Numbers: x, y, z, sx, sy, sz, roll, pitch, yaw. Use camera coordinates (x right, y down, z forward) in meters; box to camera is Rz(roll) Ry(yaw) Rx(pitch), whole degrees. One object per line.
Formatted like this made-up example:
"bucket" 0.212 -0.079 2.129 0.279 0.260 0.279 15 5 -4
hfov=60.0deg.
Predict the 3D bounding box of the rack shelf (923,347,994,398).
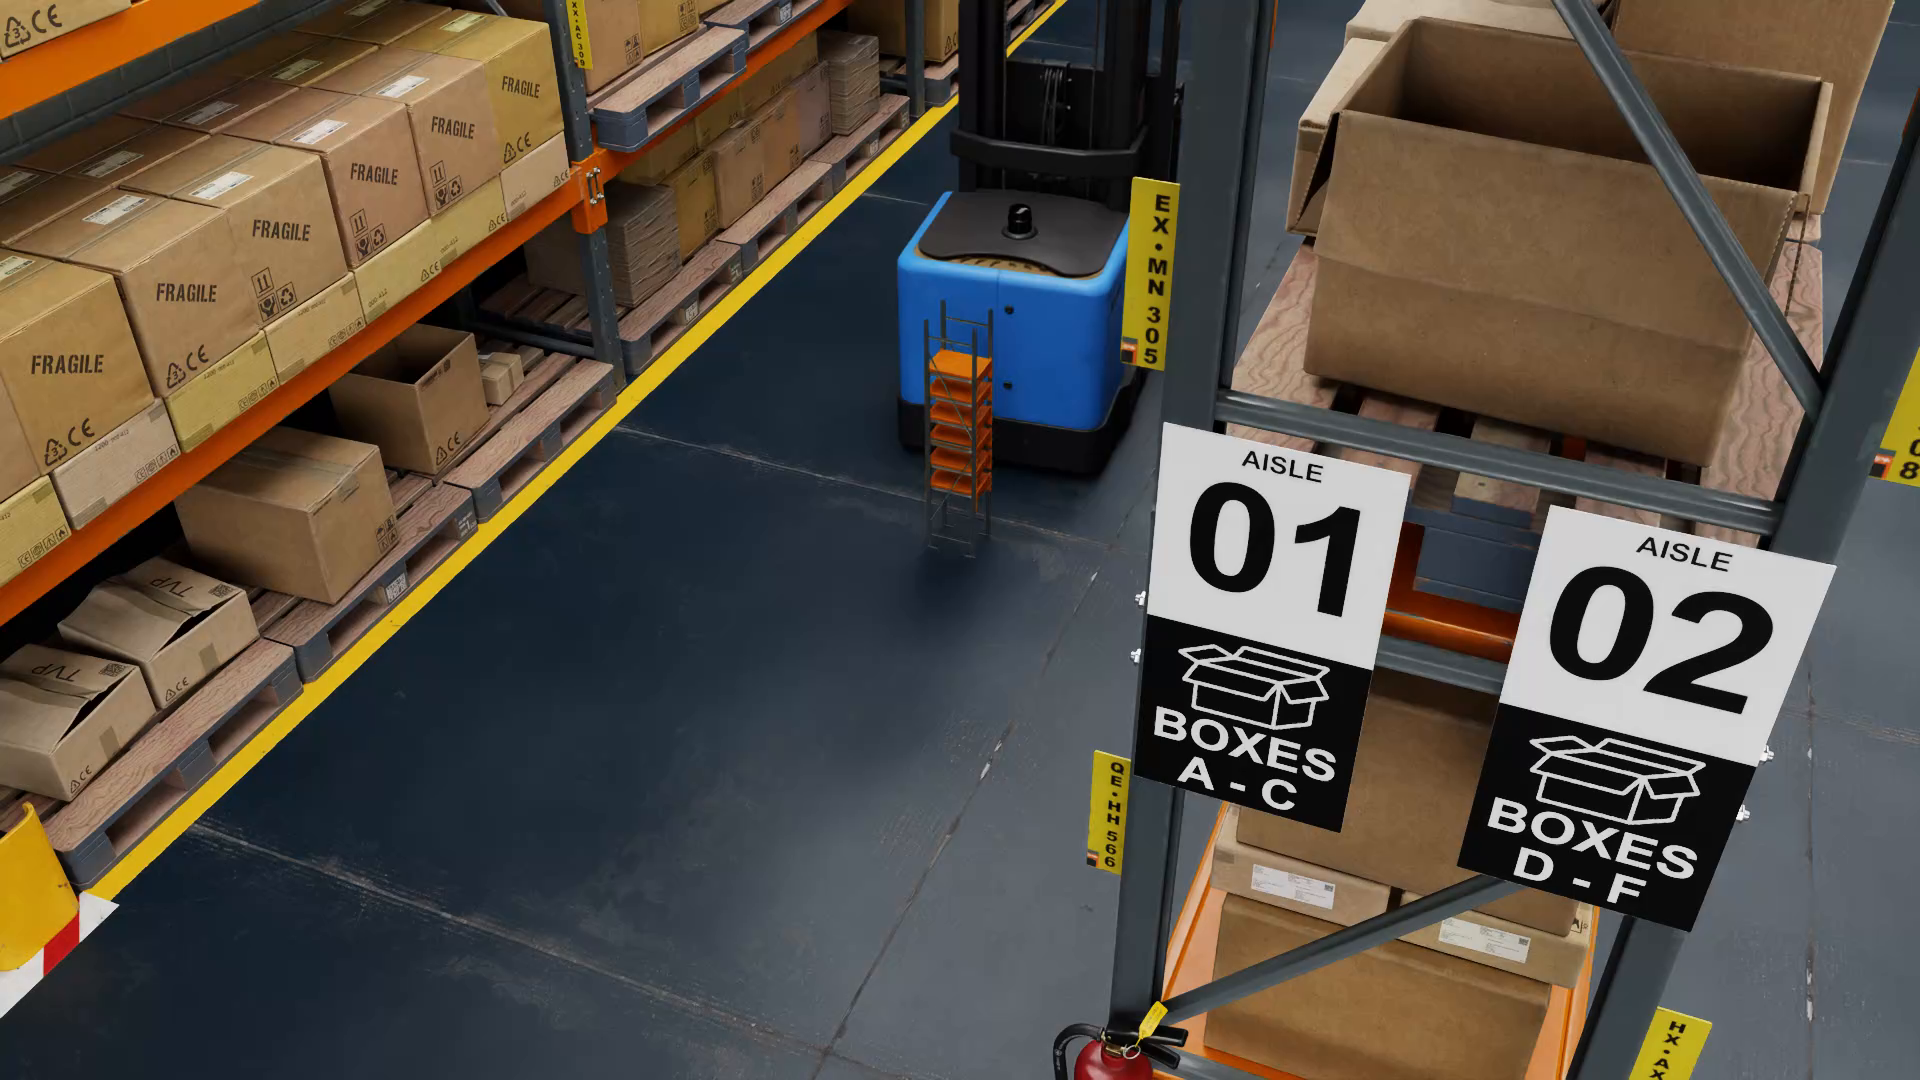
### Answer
"rack shelf" -0.006 -0.725 7.191 0.258 0.103 0.180 14 39 18

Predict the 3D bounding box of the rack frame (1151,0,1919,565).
"rack frame" 0.806 -1.159 1.785 1.000 3.000 0.127 14 39 18

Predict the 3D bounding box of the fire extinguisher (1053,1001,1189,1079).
"fire extinguisher" 0.331 1.234 3.658 0.296 0.674 0.183 14 39 18

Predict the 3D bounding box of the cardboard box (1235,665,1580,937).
"cardboard box" 1.016 0.399 3.543 0.700 0.500 0.500 14 39 18

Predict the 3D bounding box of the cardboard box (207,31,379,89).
"cardboard box" -2.827 -1.847 7.198 0.500 0.500 0.500 14 39 17

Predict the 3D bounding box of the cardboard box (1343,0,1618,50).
"cardboard box" 1.212 -1.152 3.887 0.500 0.311 0.500 19 41 23

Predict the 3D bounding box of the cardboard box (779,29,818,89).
"cardboard box" -1.233 -3.076 10.453 0.500 0.250 0.500 15 39 19

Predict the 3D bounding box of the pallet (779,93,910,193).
"pallet" -1.031 -2.763 11.270 1.003 0.211 1.213 14 39 18

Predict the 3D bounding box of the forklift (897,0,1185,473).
"forklift" 0.598 -2.384 8.491 1.130 2.935 3.031 10 38 13

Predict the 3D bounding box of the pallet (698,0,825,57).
"pallet" -1.448 -3.130 9.592 1.003 0.211 1.213 14 39 18

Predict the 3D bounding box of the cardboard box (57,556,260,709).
"cardboard box" -3.213 0.340 6.668 0.500 0.311 0.500 17 40 21

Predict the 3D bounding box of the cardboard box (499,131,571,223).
"cardboard box" -2.154 -1.714 7.646 0.500 0.250 0.500 14 39 18

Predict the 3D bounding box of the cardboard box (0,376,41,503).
"cardboard box" -3.317 -0.327 5.164 0.500 0.500 0.500 14 39 18

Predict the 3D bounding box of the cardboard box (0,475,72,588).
"cardboard box" -3.297 -0.029 5.391 0.500 0.250 0.500 13 39 16

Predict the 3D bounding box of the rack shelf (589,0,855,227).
"rack shelf" -1.494 -2.917 9.747 1.077 0.370 4.000 14 39 18

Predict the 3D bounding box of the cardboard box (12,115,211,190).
"cardboard box" -3.209 -1.283 6.443 0.500 0.500 0.500 14 39 18

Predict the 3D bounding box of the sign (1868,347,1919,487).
"sign" 1.317 -0.210 2.224 0.100 0.325 0.005 14 39 18

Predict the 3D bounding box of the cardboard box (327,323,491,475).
"cardboard box" -2.612 -0.689 7.886 0.500 0.500 0.500 11 38 14

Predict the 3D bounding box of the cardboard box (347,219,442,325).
"cardboard box" -2.529 -1.158 6.902 0.500 0.250 0.500 14 39 17

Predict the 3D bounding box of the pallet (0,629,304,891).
"pallet" -3.406 0.750 6.570 1.003 0.211 1.213 14 39 18

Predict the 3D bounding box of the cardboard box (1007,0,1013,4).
"cardboard box" 0.008 -4.480 12.683 0.750 0.750 0.750 14 39 18

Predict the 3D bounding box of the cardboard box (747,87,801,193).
"cardboard box" -1.425 -2.536 10.358 0.700 0.500 0.500 14 39 18

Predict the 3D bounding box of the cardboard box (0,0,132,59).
"cardboard box" -2.987 -1.838 5.098 0.500 0.500 0.500 16 40 20

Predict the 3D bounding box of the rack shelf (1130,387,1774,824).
"rack shelf" 1.567 -0.777 4.379 1.077 0.370 4.000 14 39 18

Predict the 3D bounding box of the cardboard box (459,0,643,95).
"cardboard box" -2.029 -2.588 8.256 0.700 0.500 0.500 14 39 18

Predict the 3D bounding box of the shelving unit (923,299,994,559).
"shelving unit" -0.006 -0.473 7.380 0.258 1.200 0.189 14 39 18

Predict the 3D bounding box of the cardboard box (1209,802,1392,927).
"cardboard box" 0.775 0.689 3.698 0.380 0.149 0.250 13 39 17

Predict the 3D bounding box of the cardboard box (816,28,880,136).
"cardboard box" -0.958 -3.076 11.081 0.700 0.500 0.500 14 39 18

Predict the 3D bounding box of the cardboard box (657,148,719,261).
"cardboard box" -1.840 -1.981 9.616 0.700 0.500 0.500 13 39 17

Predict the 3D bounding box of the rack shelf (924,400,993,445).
"rack shelf" -0.006 -0.533 7.335 0.258 0.103 0.180 14 39 18

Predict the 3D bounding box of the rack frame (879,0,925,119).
"rack frame" -0.733 -4.312 11.014 1.000 3.000 0.127 14 39 18

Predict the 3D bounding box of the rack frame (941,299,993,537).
"rack frame" 0.029 -0.523 7.448 0.240 1.200 0.006 14 39 18

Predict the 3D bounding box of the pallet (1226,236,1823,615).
"pallet" 1.099 -0.308 3.225 1.003 0.211 1.213 14 39 18

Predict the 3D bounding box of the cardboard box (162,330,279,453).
"cardboard box" -2.913 -0.600 6.156 0.500 0.250 0.500 13 39 17

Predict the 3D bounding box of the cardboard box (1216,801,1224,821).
"cardboard box" 1.102 0.955 5.287 0.500 0.500 0.500 14 39 18

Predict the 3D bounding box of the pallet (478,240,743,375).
"pallet" -1.960 -1.412 9.463 1.003 0.211 1.213 14 39 18

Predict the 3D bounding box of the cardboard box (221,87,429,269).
"cardboard box" -2.535 -1.459 6.679 0.500 0.500 0.500 13 39 16

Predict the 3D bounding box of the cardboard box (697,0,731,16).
"cardboard box" -1.588 -3.267 9.165 0.700 0.500 0.500 19 41 24

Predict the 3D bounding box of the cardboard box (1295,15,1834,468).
"cardboard box" 1.029 -0.541 2.908 0.797 0.503 0.637 17 40 21

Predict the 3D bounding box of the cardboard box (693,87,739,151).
"cardboard box" -1.631 -2.518 9.707 0.500 0.250 0.500 13 39 16

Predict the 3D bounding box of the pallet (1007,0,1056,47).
"pallet" 0.103 -4.288 13.310 1.003 0.211 1.213 14 39 18

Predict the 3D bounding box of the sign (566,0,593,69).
"sign" -1.750 -2.325 7.632 0.100 0.325 0.005 14 39 18

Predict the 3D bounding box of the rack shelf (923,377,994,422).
"rack shelf" -0.006 -0.629 7.263 0.258 0.103 0.180 14 39 18

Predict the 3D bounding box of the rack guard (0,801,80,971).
"rack guard" -3.748 1.076 5.892 1.175 0.500 0.348 14 39 18

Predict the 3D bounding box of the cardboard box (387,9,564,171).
"cardboard box" -2.148 -2.013 7.421 0.500 0.500 0.500 14 39 18

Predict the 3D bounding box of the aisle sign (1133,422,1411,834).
"aisle sign" 0.509 0.172 2.843 0.394 0.787 0.004 14 39 18

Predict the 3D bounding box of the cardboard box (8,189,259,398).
"cardboard box" -2.917 -0.883 5.908 0.500 0.500 0.500 13 39 16
